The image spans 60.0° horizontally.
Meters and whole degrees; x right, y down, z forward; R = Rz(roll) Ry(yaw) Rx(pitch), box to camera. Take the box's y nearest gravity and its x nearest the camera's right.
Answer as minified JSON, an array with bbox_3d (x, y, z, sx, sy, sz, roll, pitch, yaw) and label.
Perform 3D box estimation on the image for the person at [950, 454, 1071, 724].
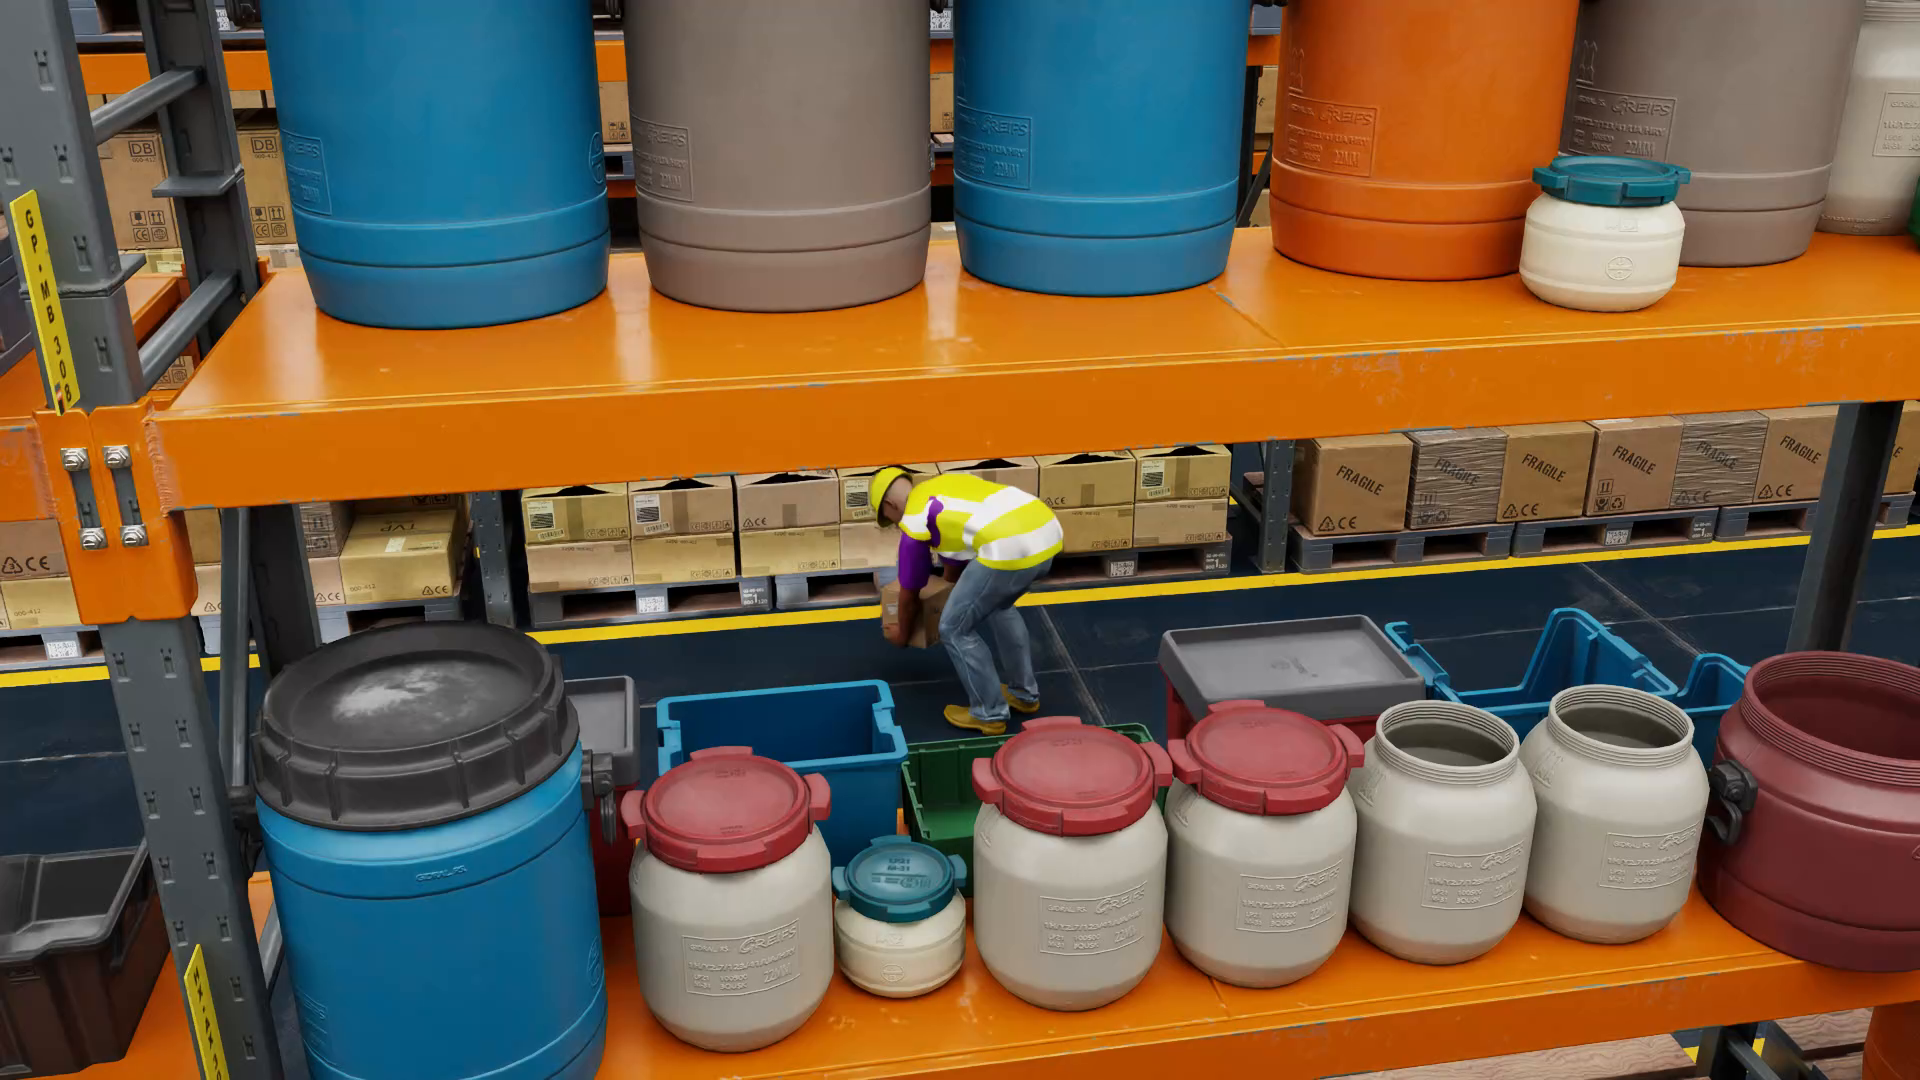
[{"bbox_3d":[0.143,-0.039,7.136,0.577,1.766,0.664,17,28,34],"label":"person"}]
